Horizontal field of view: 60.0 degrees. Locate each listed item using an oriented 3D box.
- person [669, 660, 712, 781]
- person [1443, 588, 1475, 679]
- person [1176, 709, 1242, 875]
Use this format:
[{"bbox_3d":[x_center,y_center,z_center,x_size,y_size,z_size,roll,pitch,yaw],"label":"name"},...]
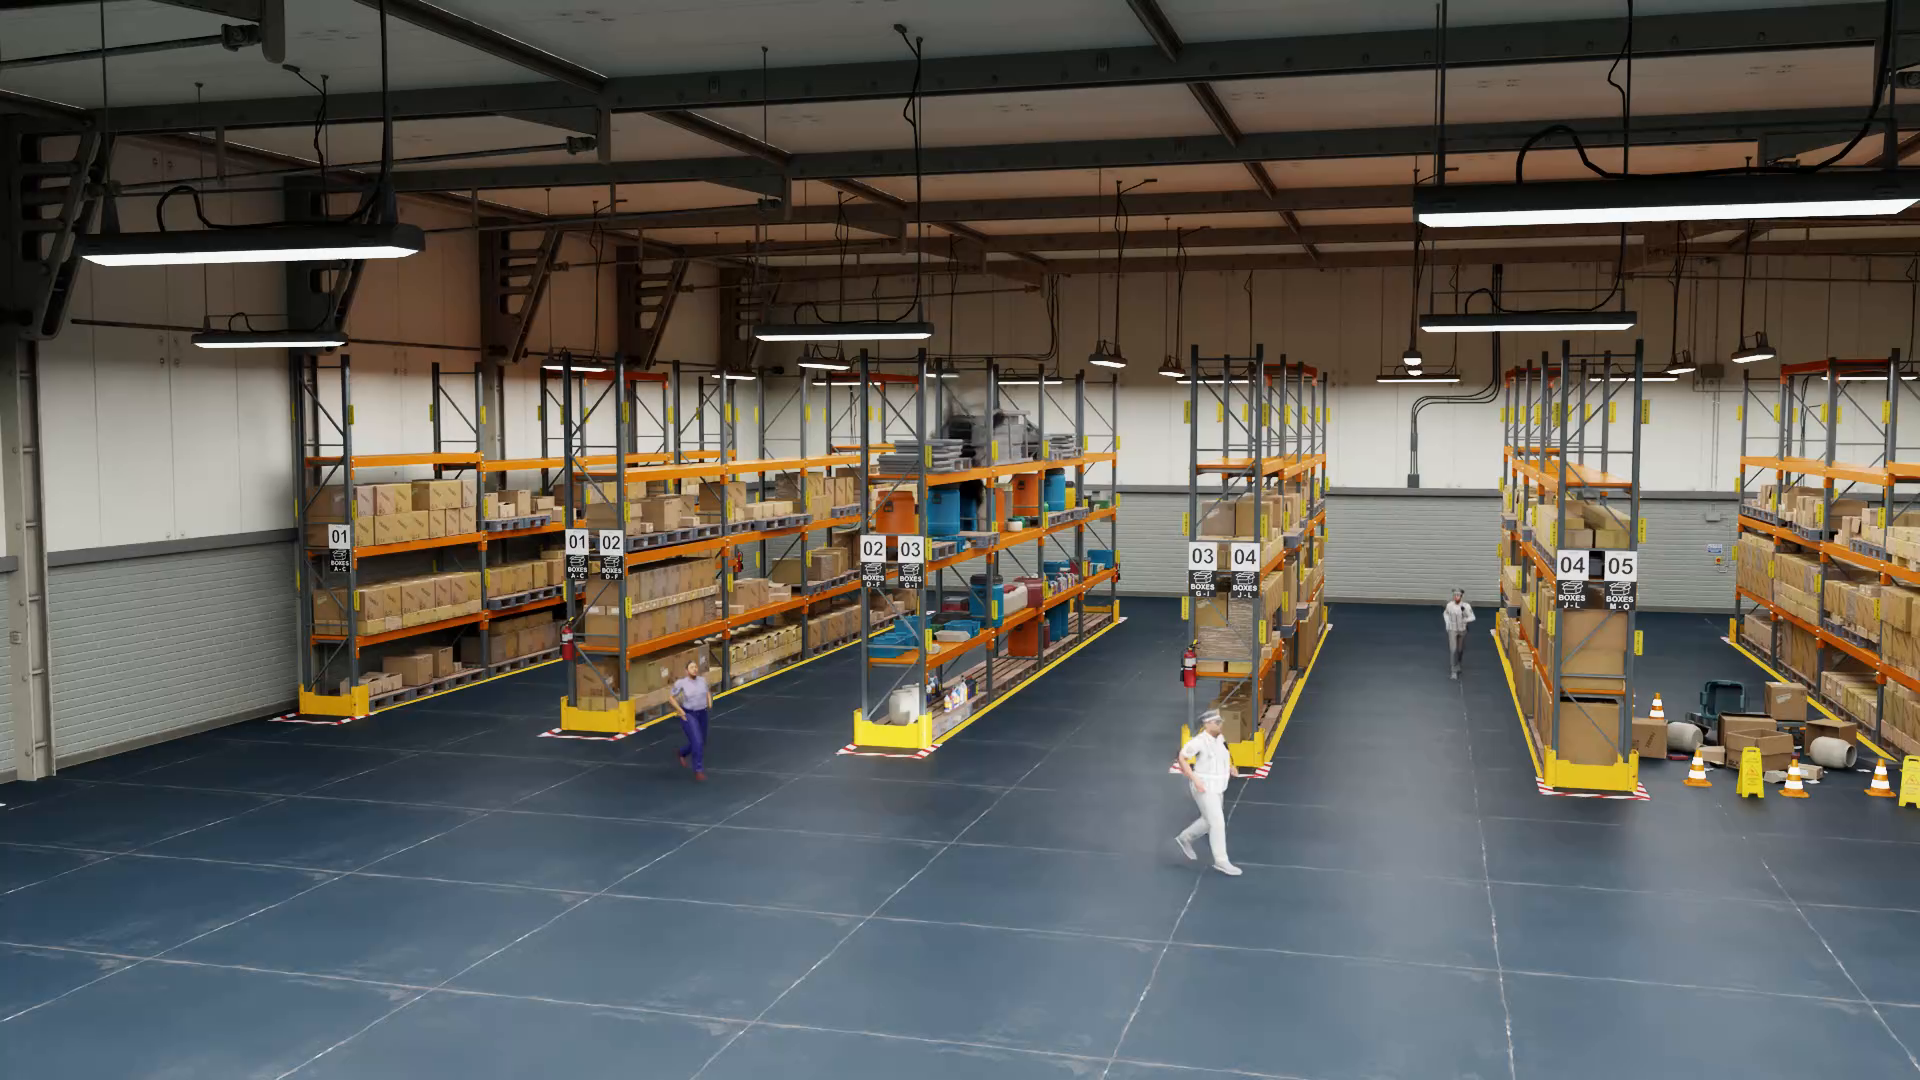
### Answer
[{"bbox_3d":[-3.710,2.476,23.032,0.601,1.648,0.776,-4,6,-42],"label":"person"},{"bbox_3d":[9.566,1.767,31.890,0.598,1.717,0.869,1,5,19],"label":"person"},{"bbox_3d":[2.746,2.732,18.321,0.876,1.778,0.679,3,5,38],"label":"person"}]
